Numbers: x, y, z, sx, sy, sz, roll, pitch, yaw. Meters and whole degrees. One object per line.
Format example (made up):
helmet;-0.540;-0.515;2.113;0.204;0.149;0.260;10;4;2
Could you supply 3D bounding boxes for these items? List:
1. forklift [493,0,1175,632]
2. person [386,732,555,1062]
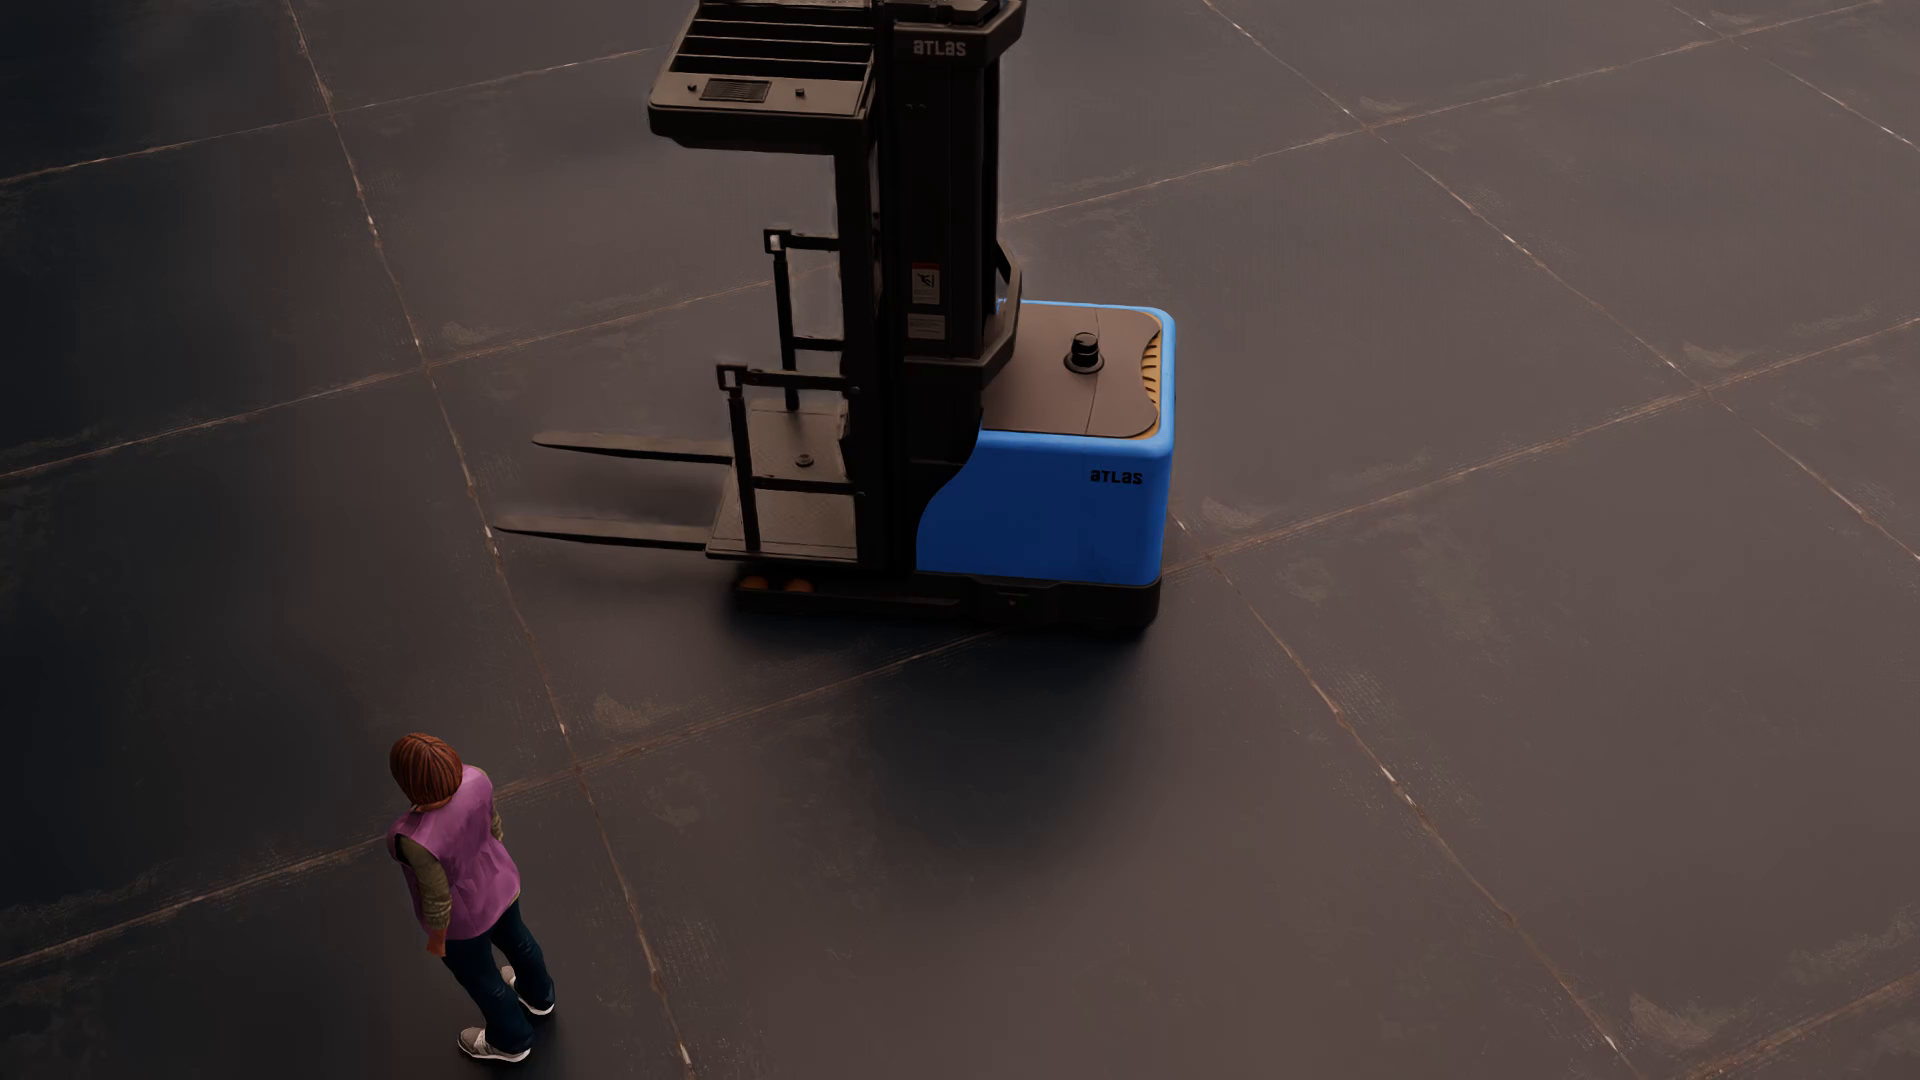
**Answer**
forklift;-0.588;-1.091;6.849;3.031;2.935;1.130;4;43;4
person;-1.601;1.166;5.407;0.331;1.602;0.411;16;45;16
